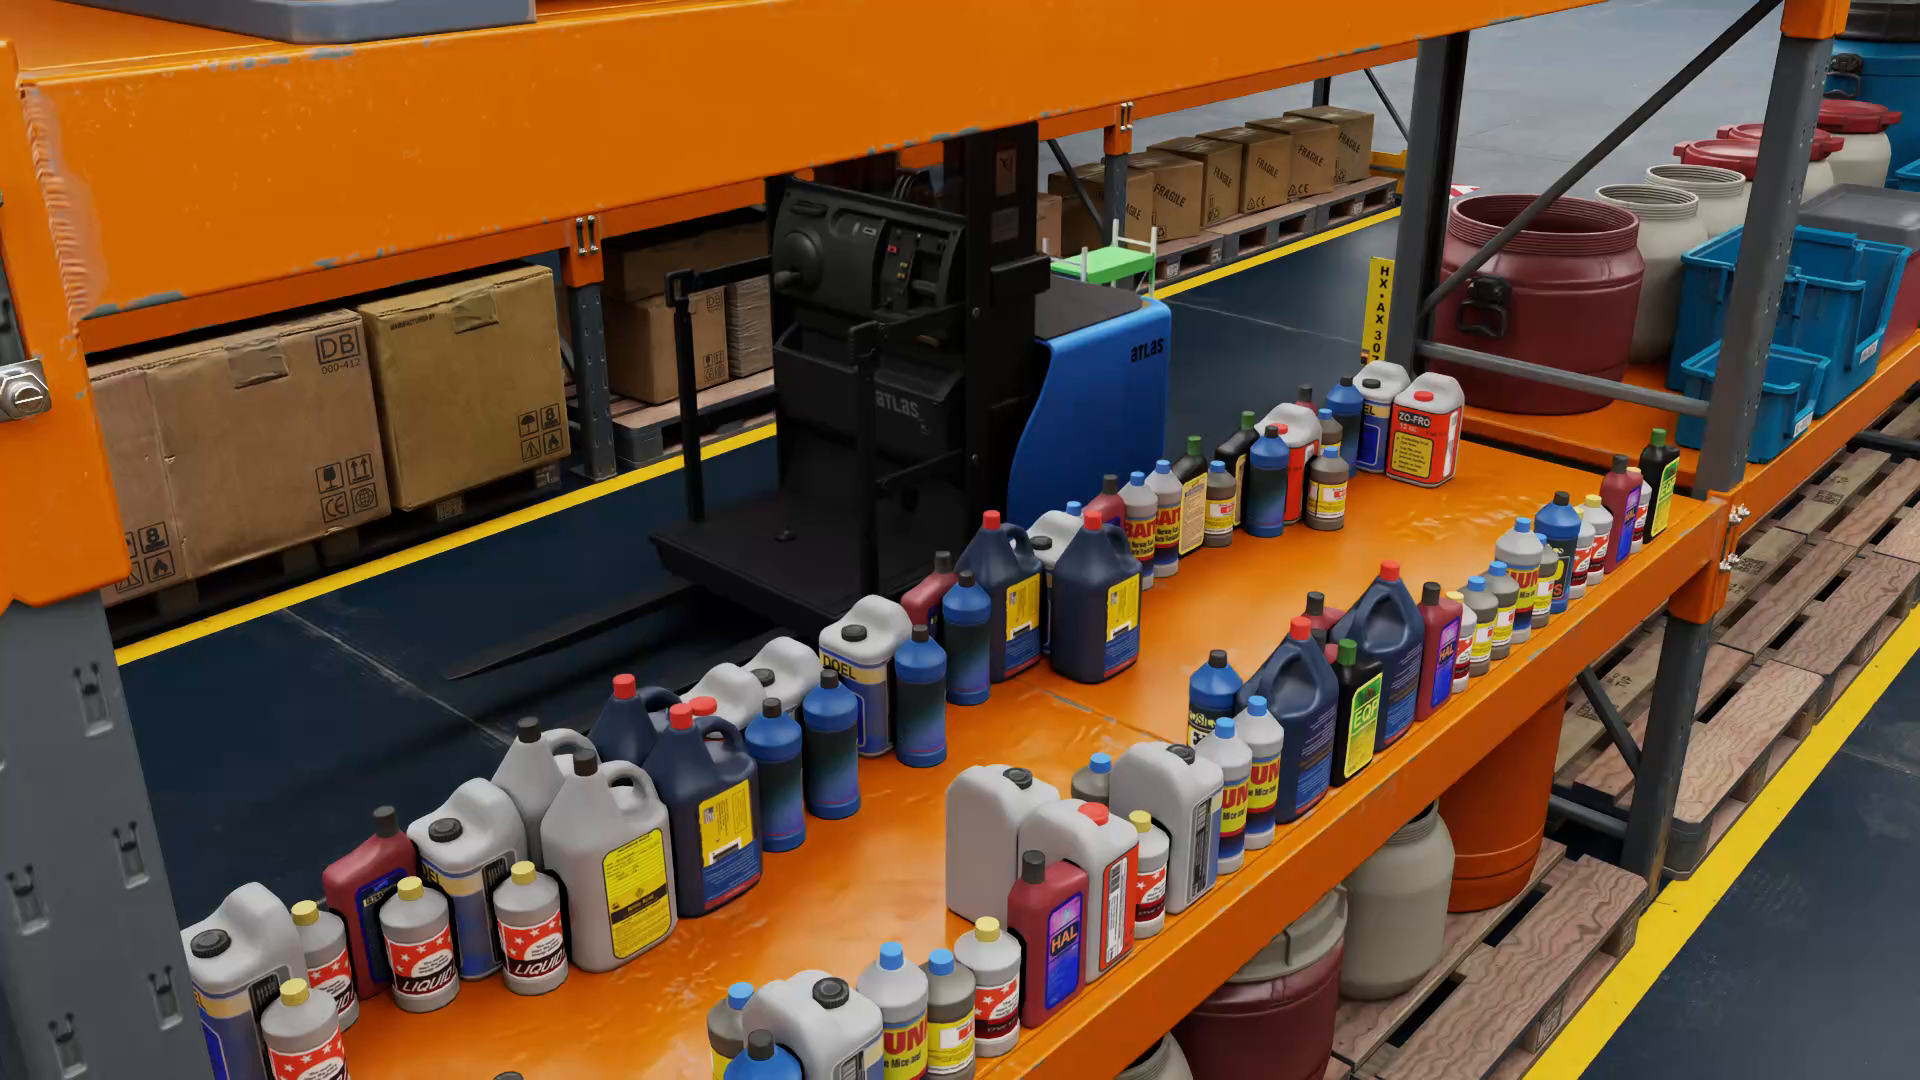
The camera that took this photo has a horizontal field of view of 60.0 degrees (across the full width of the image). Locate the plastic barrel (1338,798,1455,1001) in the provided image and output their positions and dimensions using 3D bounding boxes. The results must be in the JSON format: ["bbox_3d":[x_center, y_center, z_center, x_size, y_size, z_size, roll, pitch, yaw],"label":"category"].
[{"bbox_3d":[1.020,0.857,4.199,0.421,0.512,0.421,0,24,0],"label":"plastic barrel"}]

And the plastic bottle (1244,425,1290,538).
[{"bbox_3d":[0.753,-0.149,4.072,0.097,0.271,0.097,0,24,0],"label":"plastic bottle"}]

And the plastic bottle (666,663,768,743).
[{"bbox_3d":[-0.423,0.366,2.920,0.152,0.276,0.135,20,31,38],"label":"plastic bottle"}]

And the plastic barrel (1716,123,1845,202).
[{"bbox_3d":[3.022,-1.262,6.232,0.433,0.535,0.433,0,24,0],"label":"plastic barrel"}]

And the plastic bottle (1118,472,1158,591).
[{"bbox_3d":[0.400,-0.025,3.796,0.097,0.271,0.097,0,24,0],"label":"plastic bottle"}]

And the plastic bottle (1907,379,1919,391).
[{"bbox_3d":[4.784,-0.913,8.412,0.152,0.276,0.135,20,31,38],"label":"plastic bottle"}]

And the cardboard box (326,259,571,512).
[{"bbox_3d":[-2.521,-0.806,7.465,1.225,0.875,0.875,18,30,35],"label":"cardboard box"}]

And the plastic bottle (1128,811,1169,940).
[{"bbox_3d":[0.283,0.526,2.653,0.097,0.201,0.097,0,24,0],"label":"plastic bottle"}]

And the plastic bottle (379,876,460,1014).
[{"bbox_3d":[-0.812,0.598,2.493,0.097,0.201,0.097,0,24,0],"label":"plastic bottle"}]

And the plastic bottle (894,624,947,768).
[{"bbox_3d":[-0.073,0.285,3.106,0.097,0.271,0.097,0,24,0],"label":"plastic bottle"}]

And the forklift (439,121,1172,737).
[{"bbox_3d":[-0.498,-1.030,5.964,1.130,2.935,3.031,21,32,39],"label":"forklift"}]

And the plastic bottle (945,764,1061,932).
[{"bbox_3d":[0.072,0.478,2.668,0.152,0.276,0.135,20,31,38],"label":"plastic bottle"}]

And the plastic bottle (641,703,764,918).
[{"bbox_3d":[-0.425,0.419,2.710,0.144,0.351,0.185,20,31,38],"label":"plastic bottle"}]

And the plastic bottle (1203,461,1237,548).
[{"bbox_3d":[0.619,-0.093,4.033,0.097,0.201,0.097,0,24,0],"label":"plastic bottle"}]

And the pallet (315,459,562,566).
[{"bbox_3d":[-2.627,-0.297,7.654,1.003,0.211,1.213,20,31,38],"label":"pallet"}]

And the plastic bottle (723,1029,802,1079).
[{"bbox_3d":[-0.246,0.736,2.101,0.097,0.271,0.097,0,24,0],"label":"plastic bottle"}]

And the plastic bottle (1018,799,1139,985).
[{"bbox_3d":[0.185,0.520,2.576,0.152,0.276,0.135,20,31,38],"label":"plastic bottle"}]

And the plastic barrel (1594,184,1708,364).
[{"bbox_3d":[2.172,-0.859,5.363,0.421,0.512,0.421,0,24,0],"label":"plastic barrel"}]

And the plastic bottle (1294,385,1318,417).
[{"bbox_3d":[0.861,-0.252,4.288,0.061,0.283,0.133,20,31,38],"label":"plastic bottle"}]

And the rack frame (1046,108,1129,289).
[{"bbox_3d":[0.625,-3.007,10.291,1.000,3.000,0.127,20,31,38],"label":"rack frame"}]

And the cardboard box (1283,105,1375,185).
[{"bbox_3d":[2.866,-3.091,13.020,0.500,0.500,0.500,-17,29,-34],"label":"cardboard box"}]

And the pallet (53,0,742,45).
[{"bbox_3d":[-0.575,-0.766,1.856,1.213,0.211,1.003,20,31,38],"label":"pallet"}]

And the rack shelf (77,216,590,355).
[{"bbox_3d":[-3.379,-0.851,6.361,1.077,0.370,4.000,20,31,38],"label":"rack shelf"}]

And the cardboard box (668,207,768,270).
[{"bbox_3d":[-1.273,-1.568,8.681,0.500,0.250,0.500,-20,31,-37],"label":"cardboard box"}]

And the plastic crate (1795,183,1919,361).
[{"bbox_3d":[2.950,-0.874,5.455,0.402,0.464,0.583,20,31,38],"label":"plastic crate"}]

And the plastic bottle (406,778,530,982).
[{"bbox_3d":[-0.759,0.519,2.577,0.152,0.276,0.135,20,31,38],"label":"plastic bottle"}]

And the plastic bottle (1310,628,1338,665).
[{"bbox_3d":[0.671,0.285,3.090,0.061,0.283,0.133,20,31,38],"label":"plastic bottle"}]

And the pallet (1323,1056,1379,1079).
[{"bbox_3d":[0.335,1.458,3.741,1.003,0.211,1.213,20,31,38],"label":"pallet"}]

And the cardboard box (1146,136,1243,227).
[{"bbox_3d":[1.654,-2.556,11.827,0.500,0.500,0.500,17,29,33],"label":"cardboard box"}]

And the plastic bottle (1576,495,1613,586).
[{"bbox_3d":[1.447,-0.005,3.838,0.097,0.201,0.097,0,24,0],"label":"plastic bottle"}]

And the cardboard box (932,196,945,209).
[{"bbox_3d":[-0.133,-1.746,9.996,0.700,0.500,0.500,20,31,37],"label":"cardboard box"}]

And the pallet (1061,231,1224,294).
[{"bbox_3d":[1.047,-1.949,11.339,1.003,0.211,1.213,20,31,38],"label":"pallet"}]

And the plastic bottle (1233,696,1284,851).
[{"bbox_3d":[0.503,0.394,2.862,0.097,0.271,0.097,0,24,0],"label":"plastic bottle"}]

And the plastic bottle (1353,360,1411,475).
[{"bbox_3d":[1.115,-0.336,4.485,0.152,0.276,0.135,20,31,38],"label":"plastic bottle"}]

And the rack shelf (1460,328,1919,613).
[{"bbox_3d":[2.979,-0.717,6.063,1.077,0.370,4.000,20,31,38],"label":"rack shelf"}]

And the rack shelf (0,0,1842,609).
[{"bbox_3d":[0.309,-0.867,2.731,1.077,0.370,4.000,20,31,38],"label":"rack shelf"}]

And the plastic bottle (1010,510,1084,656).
[{"bbox_3d":[0.189,0.086,3.542,0.152,0.276,0.135,20,31,38],"label":"plastic bottle"}]

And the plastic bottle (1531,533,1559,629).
[{"bbox_3d":[1.252,0.084,3.640,0.097,0.201,0.097,0,24,0],"label":"plastic bottle"}]

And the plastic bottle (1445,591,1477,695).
[{"bbox_3d":[0.992,0.202,3.375,0.097,0.201,0.097,0,24,0],"label":"plastic bottle"}]

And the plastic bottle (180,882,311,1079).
[{"bbox_3d":[-1.003,0.631,2.329,0.152,0.276,0.135,20,31,38],"label":"plastic bottle"}]

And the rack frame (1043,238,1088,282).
[{"bbox_3d":[0.454,-0.736,7.426,0.240,1.200,0.015,21,32,39],"label":"rack frame"}]

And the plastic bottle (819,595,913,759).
[{"bbox_3d":[-0.178,0.254,3.169,0.152,0.276,0.135,20,31,38],"label":"plastic bottle"}]

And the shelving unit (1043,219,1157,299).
[{"bbox_3d":[0.622,-0.809,7.587,0.258,1.200,0.503,21,32,39],"label":"shelving unit"}]

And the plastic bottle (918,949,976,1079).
[{"bbox_3d":[-0.026,0.667,2.339,0.097,0.201,0.097,0,24,0],"label":"plastic bottle"}]

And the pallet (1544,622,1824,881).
[{"bbox_3d":[2.190,0.611,5.630,1.003,0.211,1.213,20,31,38],"label":"pallet"}]

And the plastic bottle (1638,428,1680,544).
[{"bbox_3d":[1.692,-0.143,4.046,0.061,0.283,0.133,20,31,38],"label":"plastic bottle"}]
